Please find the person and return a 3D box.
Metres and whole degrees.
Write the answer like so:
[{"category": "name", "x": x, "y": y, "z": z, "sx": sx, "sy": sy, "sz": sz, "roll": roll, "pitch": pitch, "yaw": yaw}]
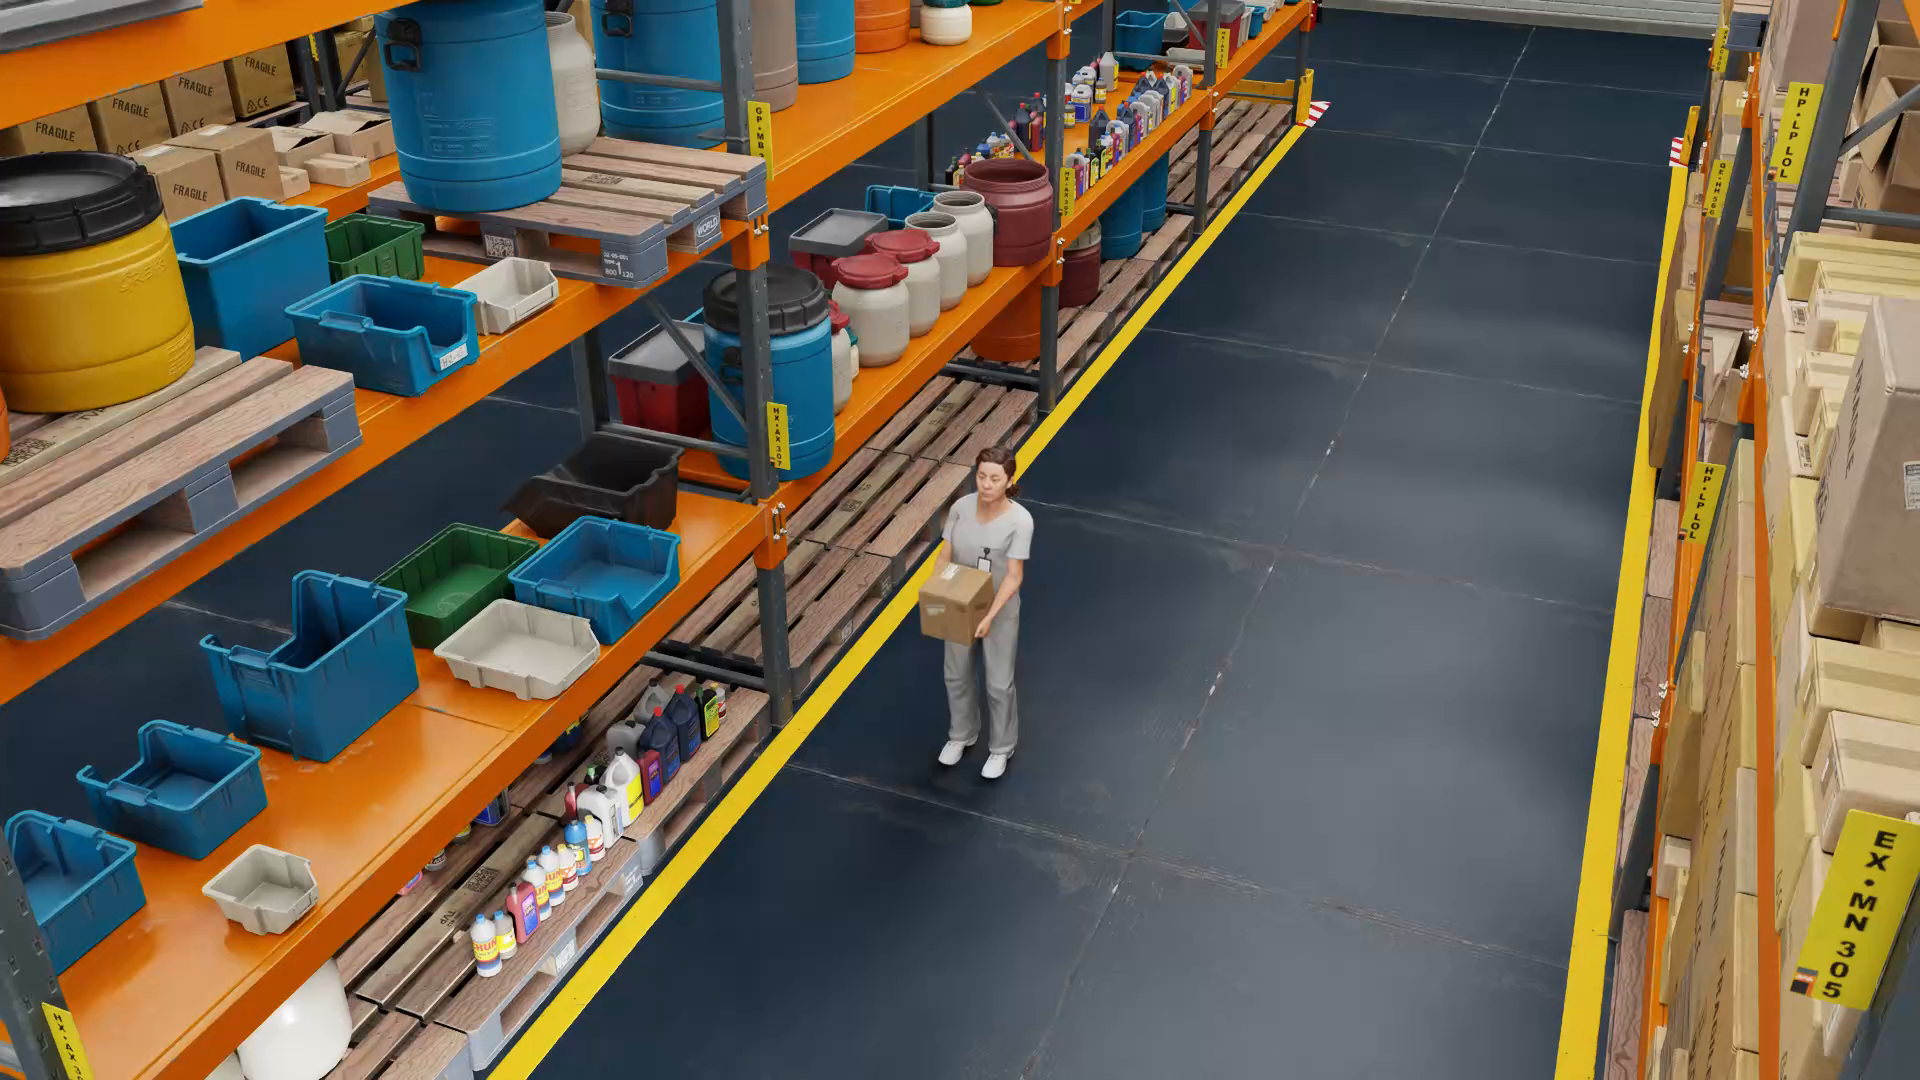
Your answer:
[{"category": "person", "x": 0.086, "y": 0.364, "z": 7.767, "sx": 0.438, "sy": 1.662, "sz": 0.559, "roll": 14, "pitch": 33, "yaw": 23}]
